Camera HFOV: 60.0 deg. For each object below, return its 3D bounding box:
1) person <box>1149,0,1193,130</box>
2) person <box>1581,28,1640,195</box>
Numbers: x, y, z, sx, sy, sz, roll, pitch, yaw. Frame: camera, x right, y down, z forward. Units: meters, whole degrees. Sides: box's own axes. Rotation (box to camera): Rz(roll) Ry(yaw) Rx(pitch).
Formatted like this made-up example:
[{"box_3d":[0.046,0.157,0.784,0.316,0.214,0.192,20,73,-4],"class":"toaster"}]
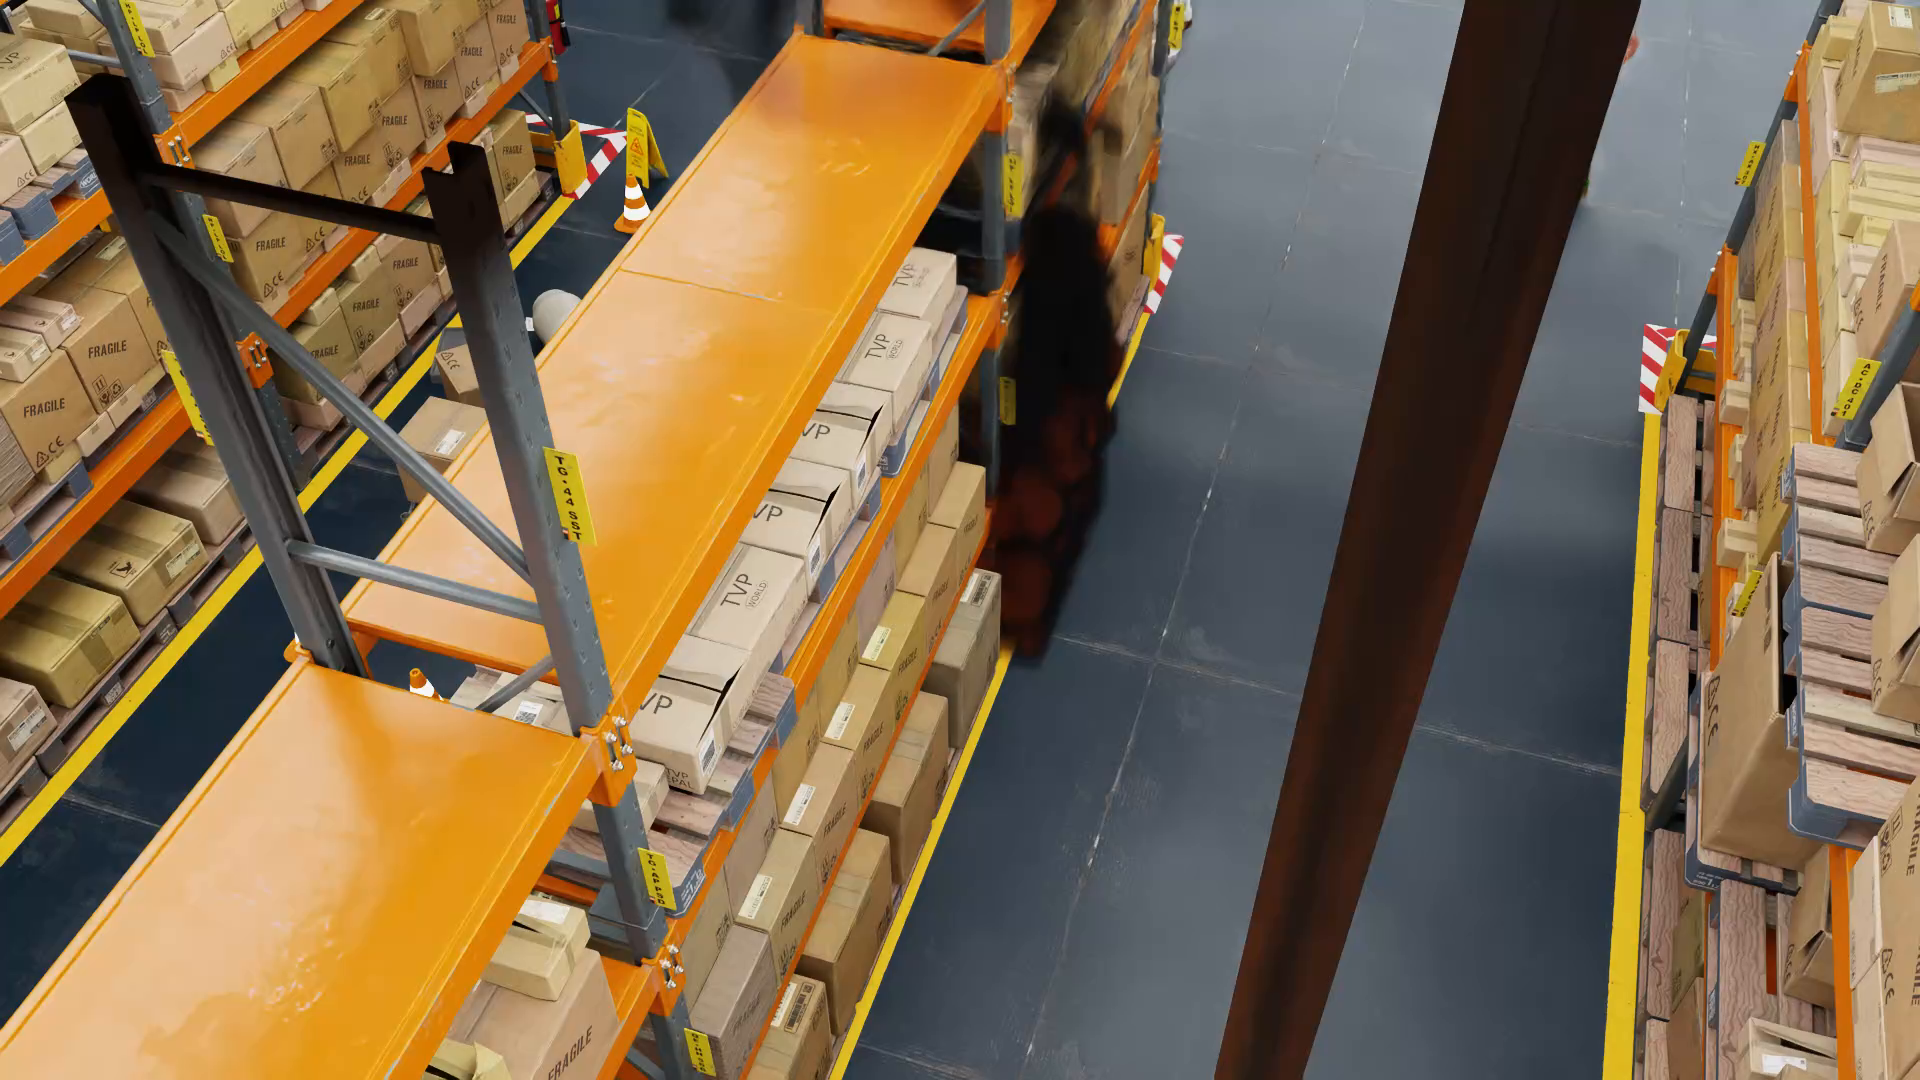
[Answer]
[{"box_3d":[1.664,-4.088,13.980,0.606,1.660,0.600,-17,48,-16],"class":"person"},{"box_3d":[4.983,-3.687,13.492,0.645,1.812,0.821,-32,54,-27],"class":"person"}]
